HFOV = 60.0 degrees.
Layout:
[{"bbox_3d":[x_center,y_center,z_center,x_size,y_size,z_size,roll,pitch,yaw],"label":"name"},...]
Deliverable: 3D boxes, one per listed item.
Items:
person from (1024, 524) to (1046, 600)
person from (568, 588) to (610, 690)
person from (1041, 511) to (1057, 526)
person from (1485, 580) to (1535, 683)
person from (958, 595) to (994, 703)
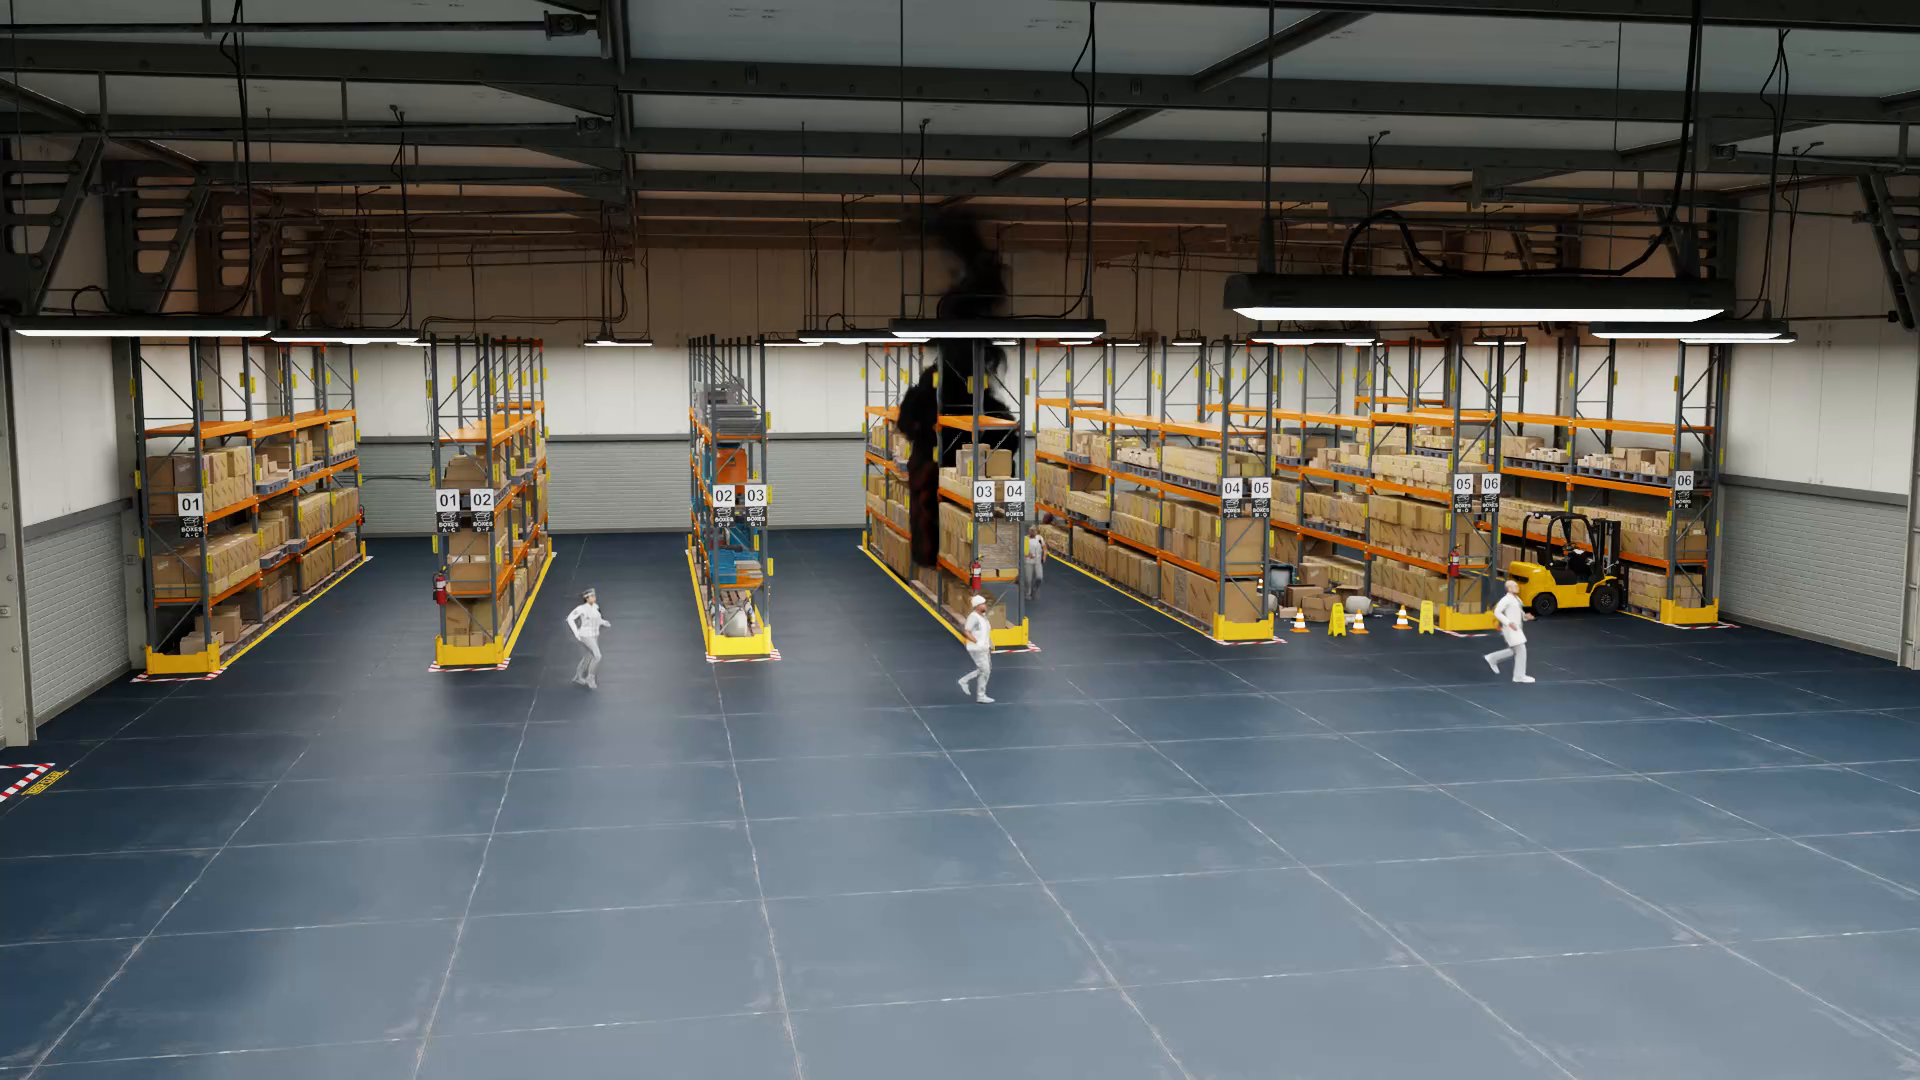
[{"bbox_3d":[1.696,0.512,38.005,0.689,1.776,0.666,-2,7,-14],"label":"person"},{"bbox_3d":[-6.278,1.674,28.203,0.721,1.739,0.581,2,7,20],"label":"person"},{"bbox_3d":[2.653,-0.811,50.043,0.783,1.598,0.643,3,7,28],"label":"person"},{"bbox_3d":[9.515,1.567,28.738,0.916,1.747,0.720,5,8,36],"label":"person"},{"bbox_3d":[0.248,1.766,26.993,0.651,1.747,0.694,2,7,17],"label":"person"}]
